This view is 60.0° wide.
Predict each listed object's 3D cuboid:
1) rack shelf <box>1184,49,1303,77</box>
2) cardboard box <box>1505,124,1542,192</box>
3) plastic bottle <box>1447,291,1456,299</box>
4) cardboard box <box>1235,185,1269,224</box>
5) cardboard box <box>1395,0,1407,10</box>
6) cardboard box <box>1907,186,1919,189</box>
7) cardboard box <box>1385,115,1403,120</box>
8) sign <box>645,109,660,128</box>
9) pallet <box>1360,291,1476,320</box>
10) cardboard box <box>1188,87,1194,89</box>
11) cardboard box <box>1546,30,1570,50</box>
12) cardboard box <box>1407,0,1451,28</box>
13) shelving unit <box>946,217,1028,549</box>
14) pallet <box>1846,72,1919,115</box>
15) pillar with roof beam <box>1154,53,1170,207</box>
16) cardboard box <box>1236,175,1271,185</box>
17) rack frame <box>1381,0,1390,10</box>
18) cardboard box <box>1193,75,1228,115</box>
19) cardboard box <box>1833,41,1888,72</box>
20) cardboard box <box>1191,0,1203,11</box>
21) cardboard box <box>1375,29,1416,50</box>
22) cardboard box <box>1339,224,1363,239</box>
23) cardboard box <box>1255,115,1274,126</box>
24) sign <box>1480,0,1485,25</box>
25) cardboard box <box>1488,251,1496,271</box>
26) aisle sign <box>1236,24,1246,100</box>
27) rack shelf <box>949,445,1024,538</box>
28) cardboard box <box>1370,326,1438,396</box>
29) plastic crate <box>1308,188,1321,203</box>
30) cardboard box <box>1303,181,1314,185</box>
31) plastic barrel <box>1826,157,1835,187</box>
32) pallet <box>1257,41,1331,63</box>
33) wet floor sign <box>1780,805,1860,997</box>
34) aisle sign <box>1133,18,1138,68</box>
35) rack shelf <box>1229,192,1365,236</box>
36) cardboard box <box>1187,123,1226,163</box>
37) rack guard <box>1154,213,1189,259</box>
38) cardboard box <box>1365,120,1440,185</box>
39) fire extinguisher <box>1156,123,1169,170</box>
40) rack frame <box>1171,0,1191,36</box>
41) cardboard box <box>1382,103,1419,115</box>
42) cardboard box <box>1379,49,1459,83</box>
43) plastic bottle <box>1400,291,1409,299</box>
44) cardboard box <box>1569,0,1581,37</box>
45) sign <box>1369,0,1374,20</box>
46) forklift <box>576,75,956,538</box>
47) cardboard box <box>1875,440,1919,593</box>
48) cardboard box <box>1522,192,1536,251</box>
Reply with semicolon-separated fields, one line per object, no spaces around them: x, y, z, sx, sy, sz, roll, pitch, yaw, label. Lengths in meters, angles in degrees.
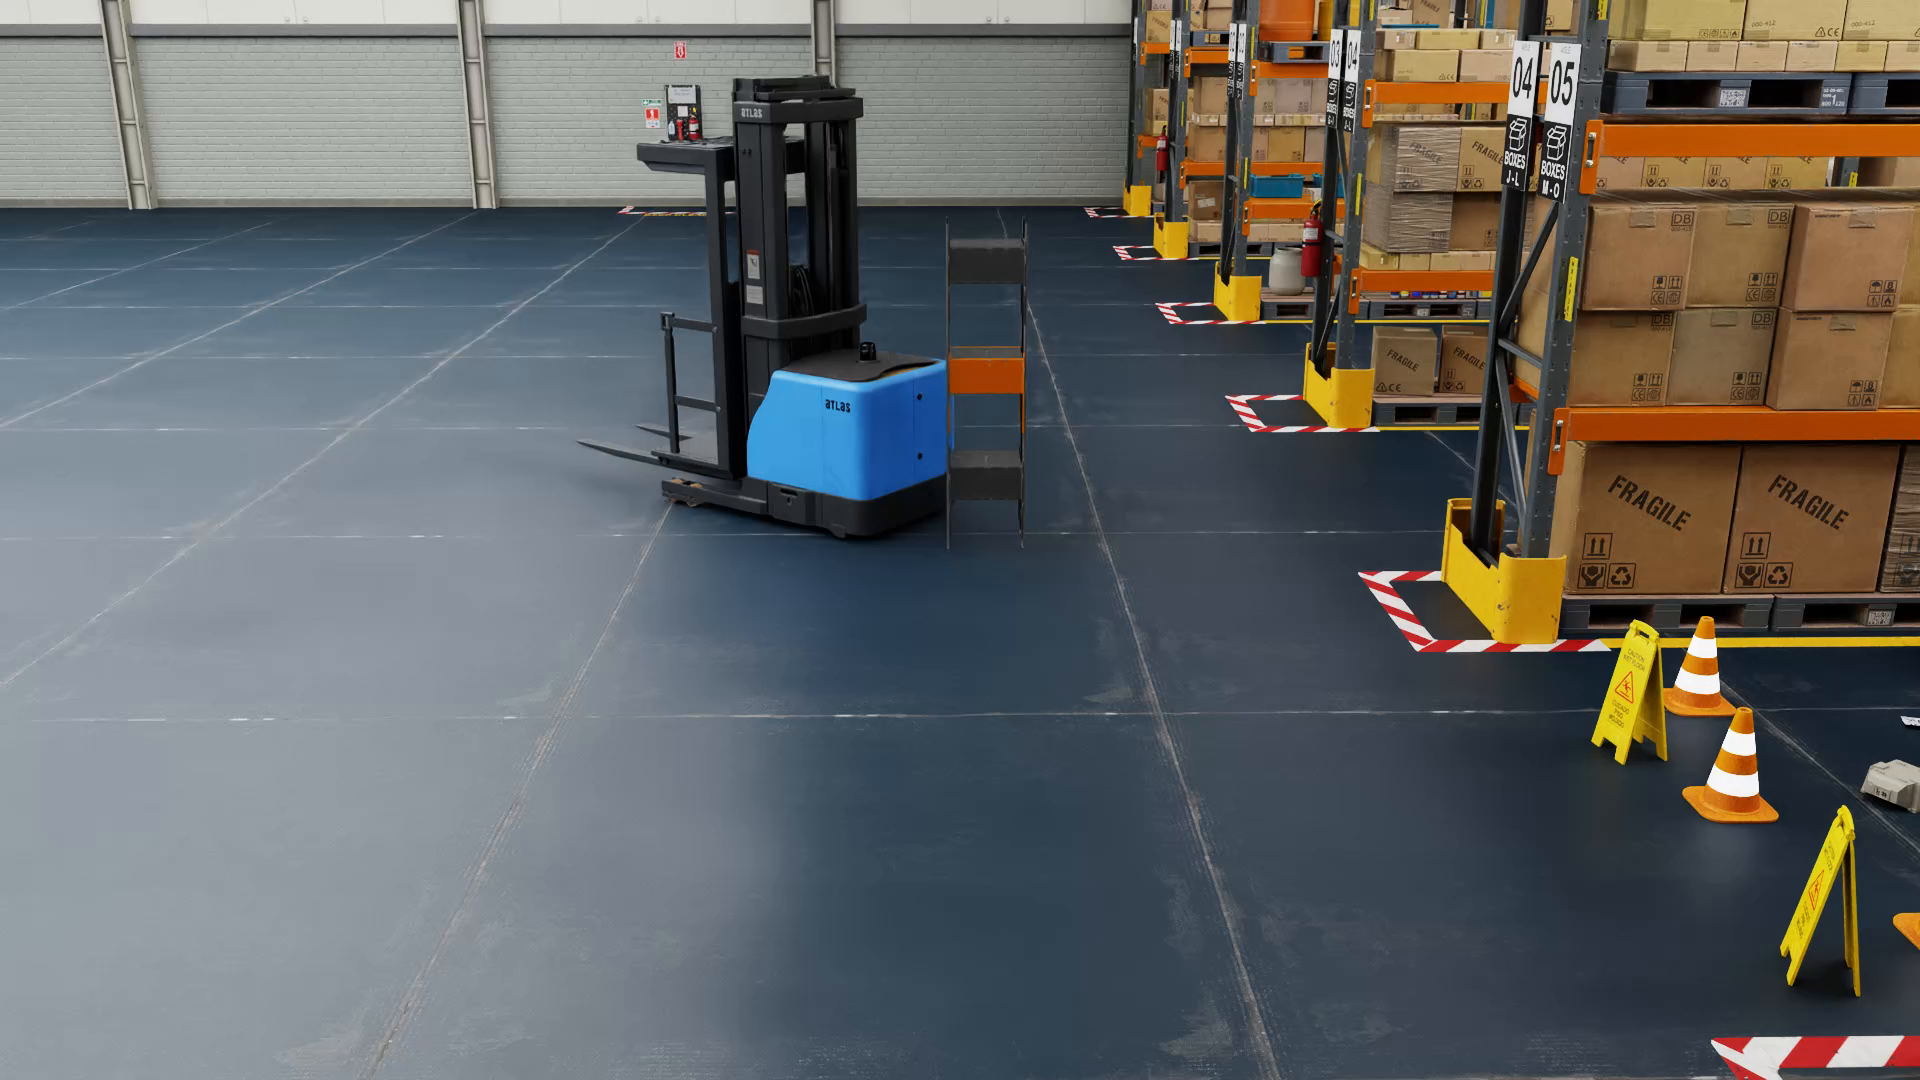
5.051;-6.664;23.177;4.000;0.370;1.077;0;18;-1;rack shelf
4.758;-3.131;13.609;0.500;0.500;0.500;0;18;-1;cardboard box
5.589;-2.883;18.869;0.097;0.271;0.097;0;18;0;plastic bottle
4.091;-4.754;23.542;0.500;0.500;0.500;0;18;-1;cardboard box
7.516;-8.755;27.666;0.500;0.500;0.500;2;18;7;cardboard box
5.721;-1.642;9.243;0.550;0.550;0.875;0;18;-1;cardboard box
6.010;-5.873;23.220;0.250;0.149;0.380;0;18;-1;cardboard box
-5.370;-7.366;29.039;0.234;0.329;0.001;0;18;-1;sign
5.230;-2.750;19.274;1.213;0.211;1.003;0;18;-1;pallet
3.940;-7.443;28.325;0.500;0.500;0.500;0;18;0;cardboard box
4.784;-4.016;13.339;0.250;0.149;0.380;-1;18;-3;cardboard box
6.543;-7.408;23.240;0.500;0.500;0.500;1;18;4;cardboard box
0.166;-1.001;10.729;0.503;2.100;0.431;0;18;-1;shelving unit
5.145;-2.427;8.937;1.213;0.211;1.003;0;18;-1;pallet
3.723;-8.891;24.031;0.400;9.000;9.100;0;18;-1;pillar with roof beam
4.967;-6.067;28.423;0.500;0.500;0.700;-1;18;-4;cardboard box
6.969;-9.957;27.356;0.127;3.000;1.000;0;18;-1;rack frame
3.571;-6.232;23.278;0.500;0.500;0.700;0;18;-1;cardboard box
4.538;-2.492;8.556;0.250;0.149;0.380;0;18;-1;cardboard box
3.860;-8.958;27.316;0.500;0.500;0.500;0;18;-1;cardboard box
3.483;-4.020;13.352;0.250;0.149;0.380;0;18;-1;cardboard box
5.590;-4.403;23.677;0.500;0.250;0.500;0;18;-1;cardboard box
4.212;-5.864;23.193;0.250;0.149;0.380;-1;18;-2;cardboard box
7.061;-7.130;22.478;0.005;0.325;0.100;0;18;-1;sign
4.493;-2.350;13.875;0.250;0.149;0.380;0;18;-1;cardboard box
3.058;-5.204;18.102;0.004;0.787;0.394;0;18;-1;aisle sign
0.166;-0.321;10.947;0.480;0.518;0.431;0;18;-1;rack shelf
3.828;-1.550;14.375;0.500;0.500;0.500;3;18;9;cardboard box
4.025;-3.836;18.527;0.250;0.136;0.298;0;18;-1;plastic crate
5.082;-4.921;24.063;0.500;0.500;0.500;0;18;-1;cardboard box
9.678;-4.075;18.657;0.421;0.512;0.421;0;18;0;plastic barrel
3.954;-5.368;18.269;1.213;0.211;1.003;0;18;-1;pallet
3.153;1.279;6.004;0.232;0.644;0.267;6;19;18;wet floor sign
2.902;-8.227;27.528;0.004;0.787;0.394;0;18;-1;aisle sign
5.125;-3.723;18.919;4.000;0.370;1.077;0;18;-1;rack shelf
3.518;-5.614;23.475;0.500;0.500;0.700;0;18;-1;cardboard box
3.027;-4.378;23.877;0.348;0.500;1.175;0;18;-1;rack guard
3.750;-3.286;14.094;0.500;0.500;0.500;0;18;-1;cardboard box
2.925;-5.673;23.948;0.183;0.674;0.296;0;18;-1;fire extinguisher
3.051;-8.425;22.579;0.127;3.000;1.000;0;18;-1;rack frame
6.102;-6.246;23.321;0.500;0.500;0.700;0;18;-1;cardboard box
3.689;-3.823;13.390;0.500;0.250;0.500;0;18;1;cardboard box
5.047;-2.847;18.872;0.097;0.201;0.097;0;18;0;plastic bottle
3.666;-2.861;9.053;0.500;0.250;0.500;0;18;0;cardboard box
3.212;-4.222;12.955;0.005;0.325;0.100;0;18;-1;sign
-1.513;-1.745;11.689;3.031;2.935;1.130;13;22;35;forklift
5.649;-0.248;9.700;0.875;0.875;0.875;0;18;0;cardboard box
4.753;-2.755;14.073;0.500;0.500;0.875;0;18;-1;cardboard box
